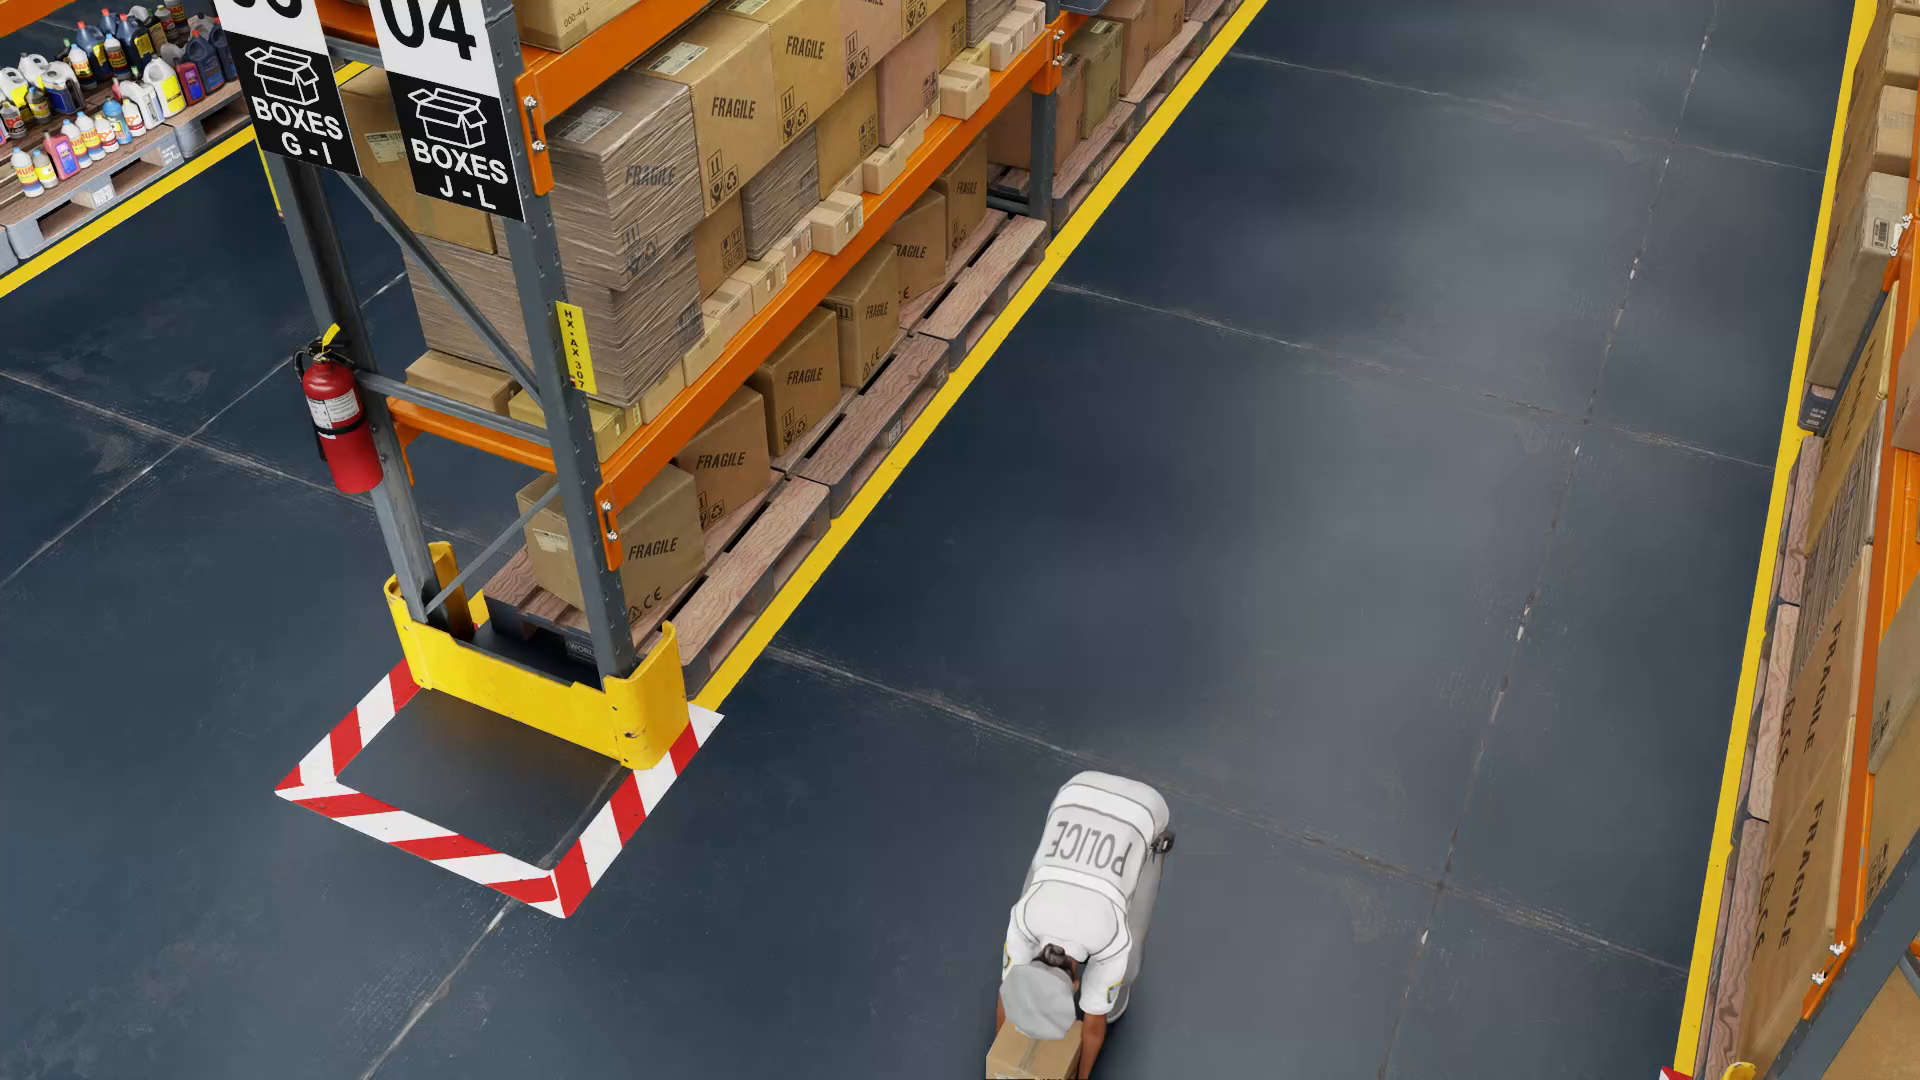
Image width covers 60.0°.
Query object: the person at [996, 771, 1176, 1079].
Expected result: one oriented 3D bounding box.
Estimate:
[{"bbox_3d":[0.379,1.284,5.390,0.458,0.833,0.916,16,45,17],"label":"person"}]
